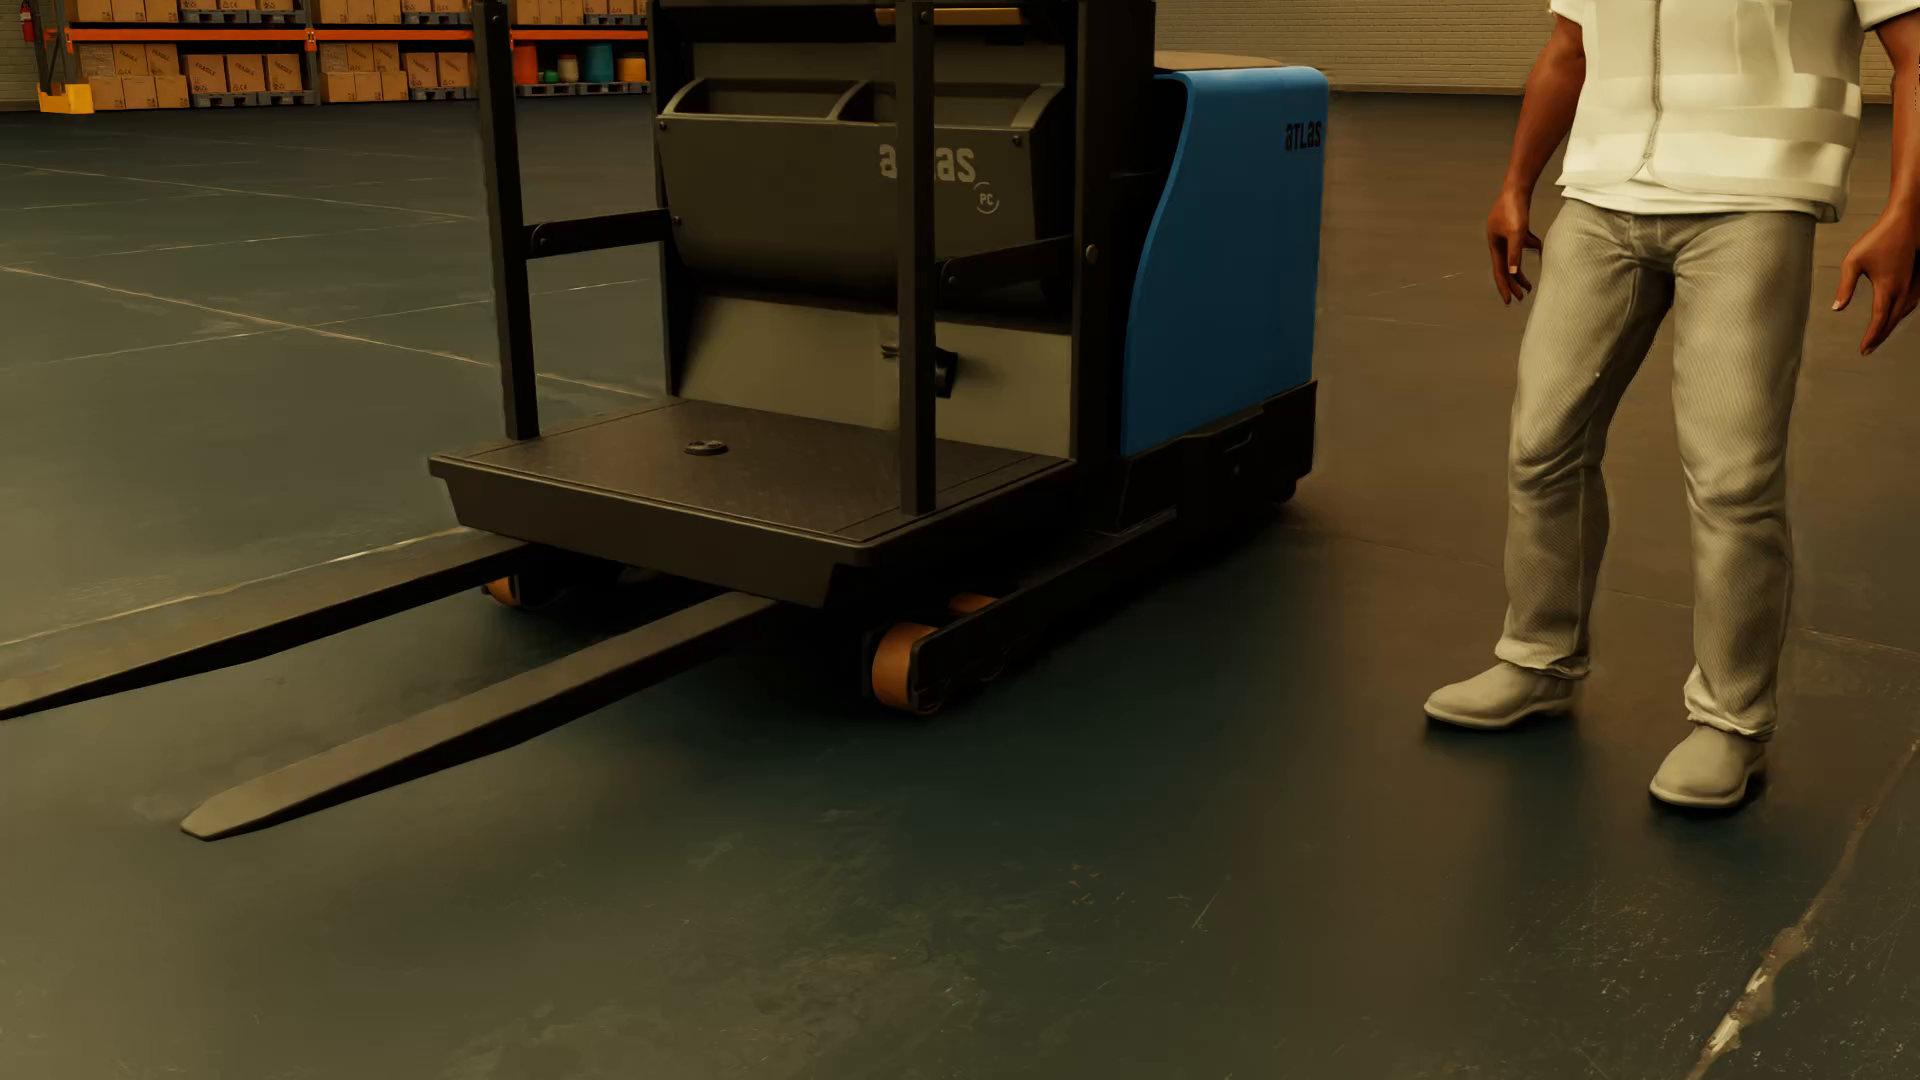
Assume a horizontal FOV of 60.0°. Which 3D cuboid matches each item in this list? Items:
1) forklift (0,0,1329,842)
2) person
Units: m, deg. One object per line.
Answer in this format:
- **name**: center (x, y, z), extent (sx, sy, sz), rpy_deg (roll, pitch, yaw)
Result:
- **forklift**: center (-0.334, -1.250, 3.013), extent (1.130, 2.935, 3.031), rpy_deg (11, 20, 32)
- **person**: center (1.116, -0.500, 2.570), extent (0.442, 1.759, 0.731), rpy_deg (-13, 21, -36)
